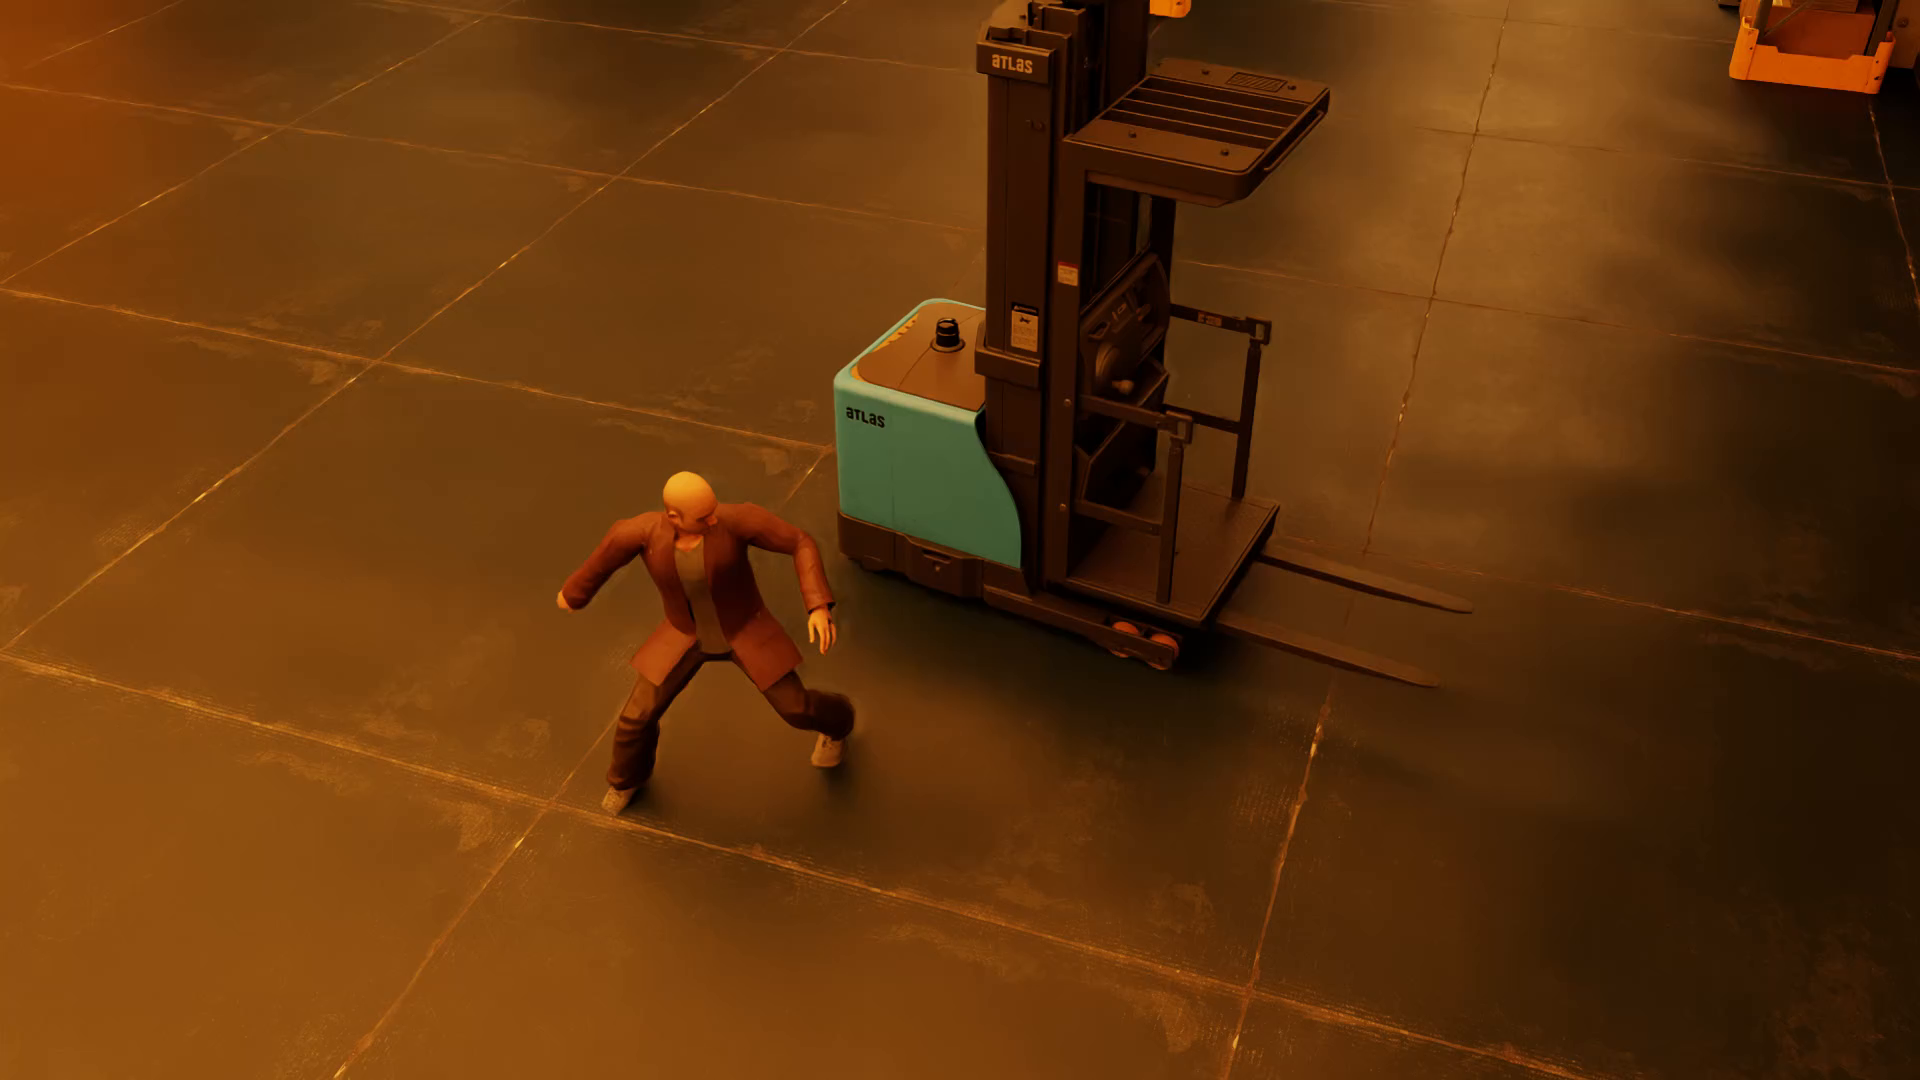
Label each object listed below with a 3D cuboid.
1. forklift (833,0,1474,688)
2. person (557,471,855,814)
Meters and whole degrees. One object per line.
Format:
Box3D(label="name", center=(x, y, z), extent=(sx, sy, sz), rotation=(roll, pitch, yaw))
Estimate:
Box3D(label="forklift", center=(0.927, -0.942, 7.439), extent=(3.031, 2.935, 1.130), rotation=(17, 39, 22))
Box3D(label="person", center=(-1.074, 0.397, 6.771), extent=(1.218, 1.702, 0.606), rotation=(2, 35, 2))
